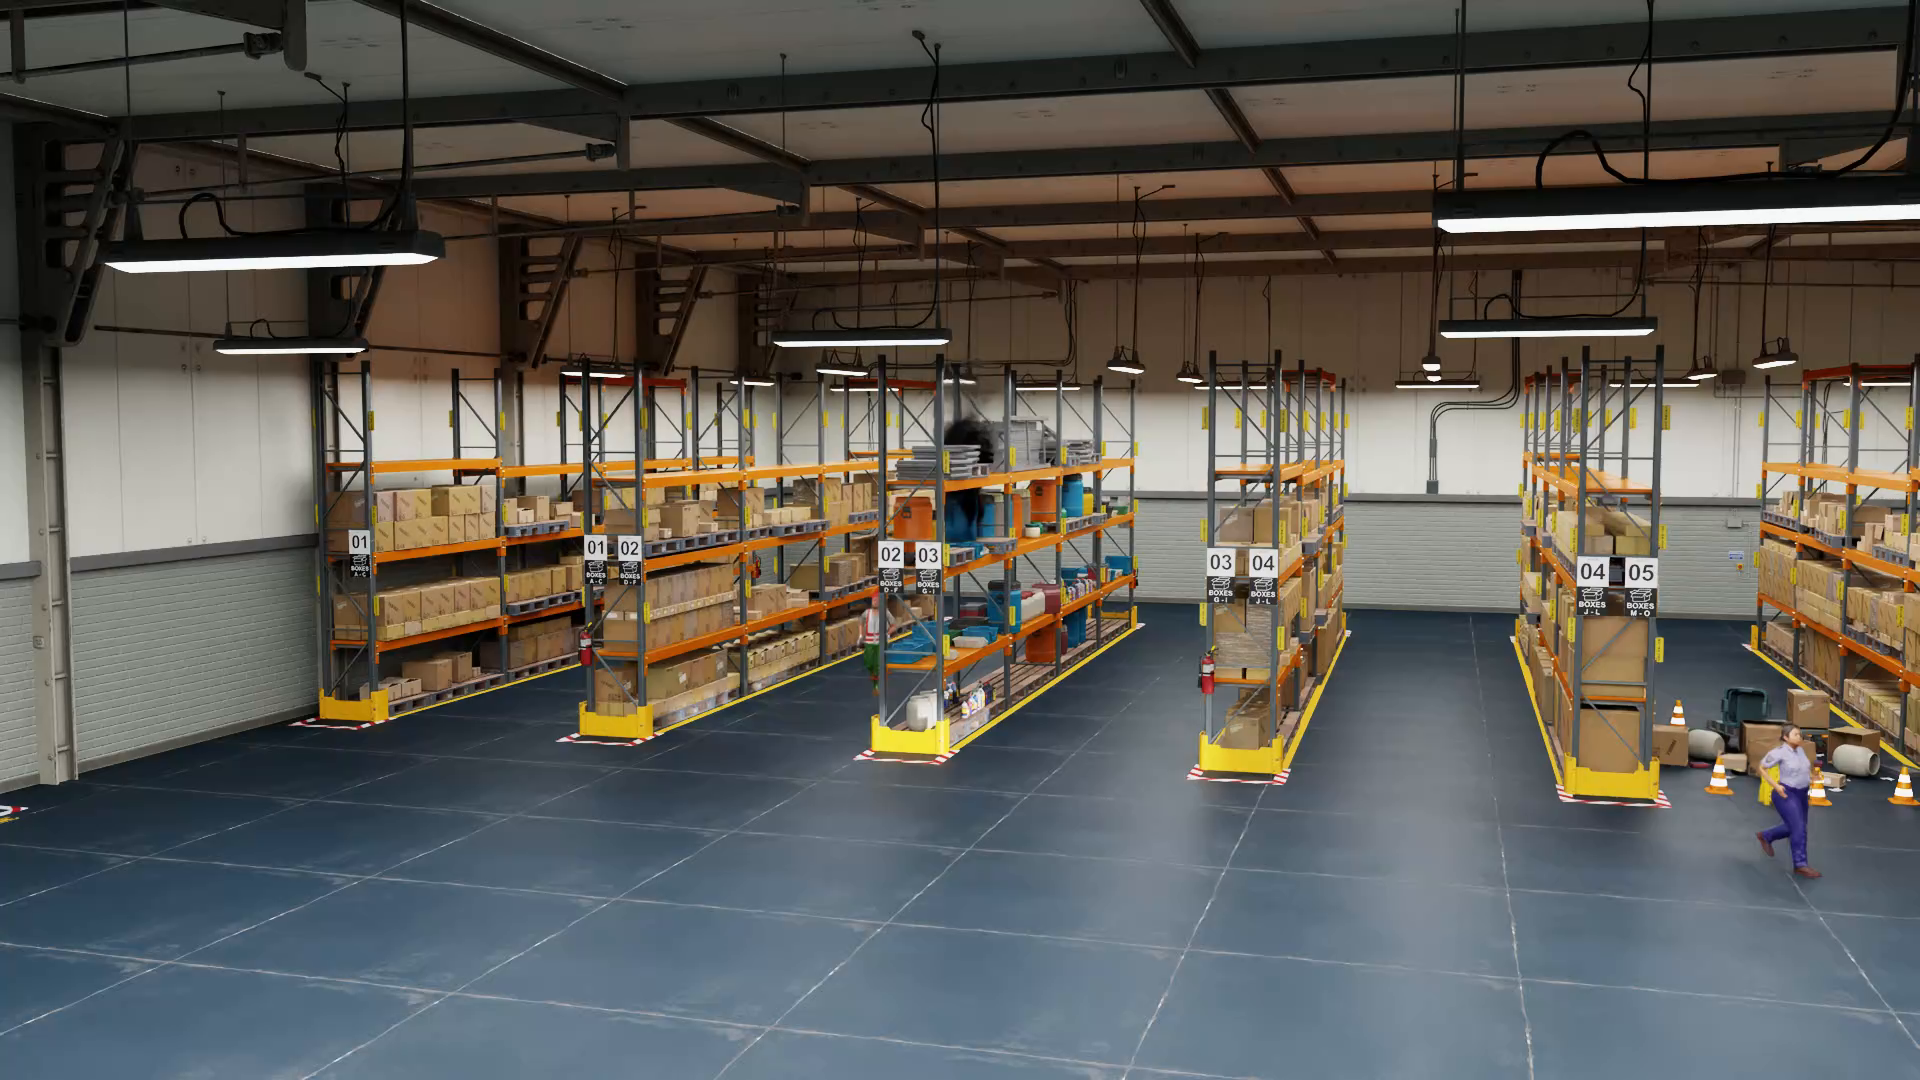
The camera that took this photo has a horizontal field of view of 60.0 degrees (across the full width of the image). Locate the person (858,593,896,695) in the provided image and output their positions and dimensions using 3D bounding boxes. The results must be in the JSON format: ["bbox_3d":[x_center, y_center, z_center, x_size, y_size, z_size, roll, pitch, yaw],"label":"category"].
[{"bbox_3d":[-1.439,1.791,28.758,0.657,1.754,0.605,0,4,5],"label":"person"}]

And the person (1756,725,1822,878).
[{"bbox_3d":[9.225,2.867,18.515,0.619,1.612,0.878,-2,5,-29],"label":"person"}]
